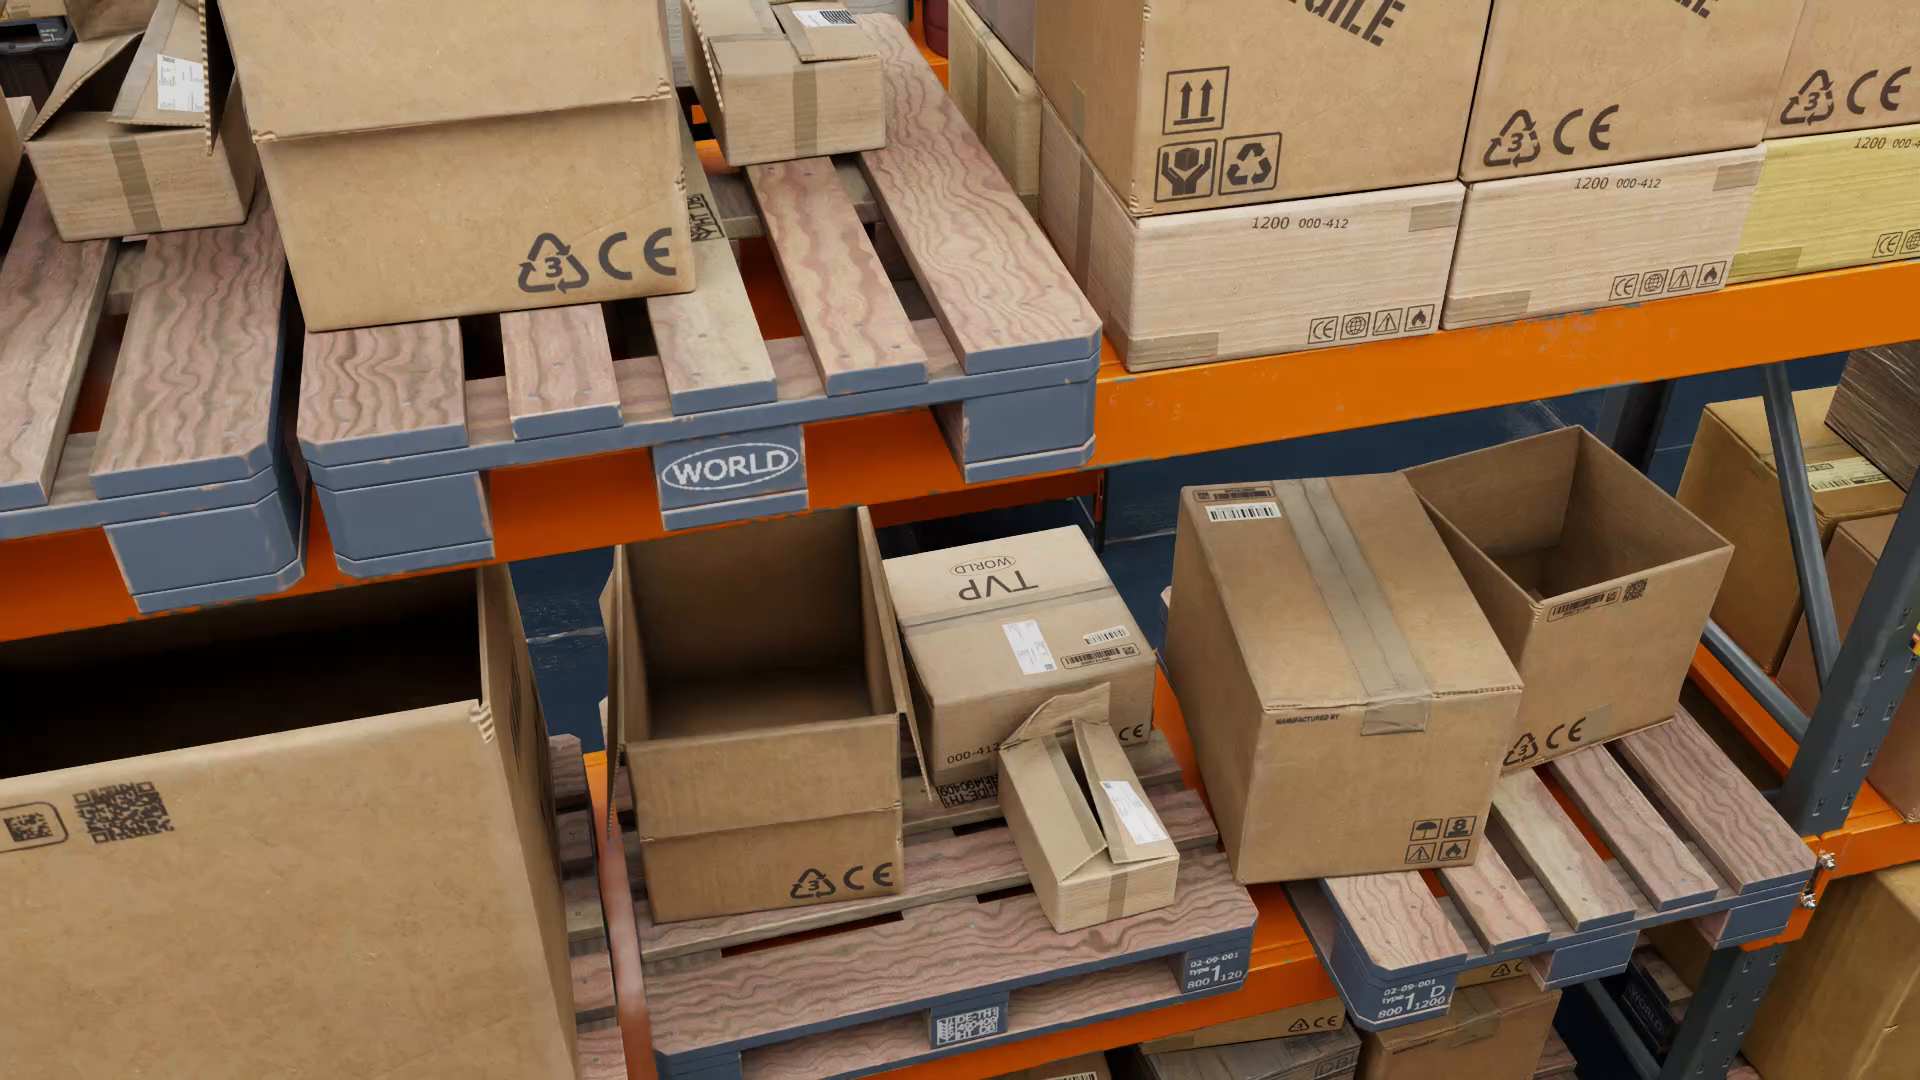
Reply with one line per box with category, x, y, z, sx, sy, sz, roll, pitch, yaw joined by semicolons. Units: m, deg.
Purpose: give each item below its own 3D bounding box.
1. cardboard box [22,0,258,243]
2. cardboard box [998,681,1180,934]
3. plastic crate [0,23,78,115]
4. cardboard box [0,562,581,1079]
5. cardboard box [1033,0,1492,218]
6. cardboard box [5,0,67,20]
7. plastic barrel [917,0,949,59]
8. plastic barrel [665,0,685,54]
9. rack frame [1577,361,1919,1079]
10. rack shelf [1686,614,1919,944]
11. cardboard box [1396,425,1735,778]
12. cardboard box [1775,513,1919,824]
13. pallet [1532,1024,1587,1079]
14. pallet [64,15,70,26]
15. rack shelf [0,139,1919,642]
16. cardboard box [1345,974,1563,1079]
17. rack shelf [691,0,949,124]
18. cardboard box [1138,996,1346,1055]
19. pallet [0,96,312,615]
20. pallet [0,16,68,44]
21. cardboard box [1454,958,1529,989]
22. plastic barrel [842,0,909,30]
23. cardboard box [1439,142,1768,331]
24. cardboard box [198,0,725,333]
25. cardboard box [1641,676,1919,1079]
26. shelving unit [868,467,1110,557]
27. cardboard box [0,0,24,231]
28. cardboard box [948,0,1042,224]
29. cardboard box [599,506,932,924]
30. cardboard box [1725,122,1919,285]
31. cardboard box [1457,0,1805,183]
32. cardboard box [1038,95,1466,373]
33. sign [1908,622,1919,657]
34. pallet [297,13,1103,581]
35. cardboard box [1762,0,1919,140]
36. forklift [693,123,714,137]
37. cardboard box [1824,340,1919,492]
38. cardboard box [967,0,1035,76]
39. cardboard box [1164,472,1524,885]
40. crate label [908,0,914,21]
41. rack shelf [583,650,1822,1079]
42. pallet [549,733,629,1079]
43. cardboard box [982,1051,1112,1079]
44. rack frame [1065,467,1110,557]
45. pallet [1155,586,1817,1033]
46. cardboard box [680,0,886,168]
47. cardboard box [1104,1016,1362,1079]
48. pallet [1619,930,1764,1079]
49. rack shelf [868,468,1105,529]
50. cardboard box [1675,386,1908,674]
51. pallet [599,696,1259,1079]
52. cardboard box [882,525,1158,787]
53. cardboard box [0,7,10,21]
cardboard box;-1.191;-0.655;2.434;0.258;0.266;0.396;-8;38;-10
cardboard box;0.249;0.533;3.349;0.258;0.266;0.396;-10;39;-13
plastic crate;-3.903;-2.015;6.966;0.504;0.338;0.767;-9;38;-12
cardboard box;-1.269;0.409;2.908;1.000;1.000;1.000;-9;38;-12
cardboard box;0.419;-0.826;2.399;0.500;0.500;0.500;-9;38;-11
cardboard box;-6.007;-3.666;10.991;0.500;0.250;0.500;-9;38;-12
plastic barrel;0.129;-2.484;7.417;0.708;0.536;0.600;-9;38;-12
plastic barrel;-1.257;-2.309;7.188;0.433;0.535;0.433;0;37;0
rack frame;1.789;0.224;3.989;0.127;3.000;1.000;-9;38;-12
rack shelf;3.720;0.193;4.621;4.000;0.370;1.077;-9;38;-12
cardboard box;1.278;0.126;3.688;0.500;0.500;0.500;-14;40;-18
cardboard box;2.329;0.267;3.850;0.500;0.500;0.500;-8;38;-11
pallet;1.034;1.454;4.675;1.213;0.211;1.003;-9;38;-12
pallet;-5.431;-3.745;11.472;1.213;0.211;1.003;-9;38;-12
rack shelf;-0.142;-0.365;2.882;4.000;0.370;1.077;-9;38;-12
cardboard box;1.147;1.160;4.460;0.500;0.500;0.700;-11;39;-14
rack shelf;-1.433;-2.079;7.591;4.000;0.370;1.077;-9;38;-12
cardboard box;0.640;0.958;4.107;0.500;0.250;0.500;-5;38;-7
pallet;-1.449;-0.295;2.352;1.003;0.211;1.213;-9;38;-12
pallet;-6.611;-3.549;11.216;1.213;0.211;1.003;-9;38;-12
cardboard box;1.150;0.868;4.225;0.500;0.250;0.500;-8;38;-10
plastic barrel;-0.440;-2.438;7.376;0.421;0.512;0.421;0;37;0
cardboard box;0.918;-0.602;2.723;0.500;0.250;0.500;-9;38;-12
cardboard box;-0.684;-0.708;2.307;0.637;0.503;0.797;-8;38;-10
cardboard box;2.460;0.804;4.633;0.875;0.875;1.225;-11;39;-14
shelving unit;0.007;-0.448;6.410;1.048;1.125;0.538;-9;38;-12
cardboard box;-1.593;-0.558;2.111;0.637;0.503;0.797;-11;39;-14
cardboard box;0.279;-0.815;3.001;0.500;0.250;0.500;-9;38;-11
cardboard box;-0.423;0.321;3.431;0.637;0.503;0.797;-6;38;-7
cardboard box;1.394;-0.689;2.836;0.500;0.250;0.500;-9;38;-12
cardboard box;0.901;-0.896;2.490;0.500;0.500;0.500;-9;38;-12
cardboard box;0.433;-0.524;2.621;0.500;0.250;0.500;-8;38;-11
sign;1.939;0.112;3.247;0.005;0.325;0.100;-9;38;-12
pallet;-0.449;-0.461;2.569;1.003;0.211;1.213;-9;38;-12
cardboard box;1.393;-0.984;2.604;0.500;0.500;0.500;-8;38;-11
forklift;-1.066;-3.876;9.404;3.031;2.935;1.130;-9;38;-11
cardboard box;2.499;-0.321;3.792;0.637;0.503;0.797;-8;38;-10
cardboard box;0.294;-1.120;2.783;0.500;0.500;0.500;-10;39;-13
cardboard box;0.765;0.273;3.496;0.500;0.500;0.700;-4;38;-5
crate label;-0.532;-2.697;7.777;0.616;0.435;0.502;-9;38;-12
rack shelf;-0.142;0.826;3.793;4.000;0.370;1.077;-9;38;-12
pallet;-1.297;0.898;3.265;1.213;0.211;1.003;-9;38;-12
cardboard box;0.070;1.349;4.213;0.500;0.500;0.700;-6;38;-8
rack frame;0.497;-0.528;6.515;0.032;1.125;0.500;-9;38;-12
pallet;1.129;0.475;3.818;1.003;0.211;1.213;-9;38;-12
cardboard box;-0.289;-0.764;2.657;0.250;0.166;0.380;-10;39;-13
cardboard box;0.615;1.255;4.336;0.500;0.500;0.700;-12;39;-16
pallet;2.570;1.251;4.941;1.213;0.211;1.003;-9;38;-12
rack shelf;0.007;-0.254;6.558;1.000;0.278;0.538;-9;38;-12
cardboard box;2.201;-0.039;4.250;0.500;0.500;0.500;-8;38;-11
pallet;-0.112;0.638;3.606;1.213;0.211;1.003;-9;38;-12
cardboard box;0.111;0.247;3.736;0.500;0.250;0.500;-10;39;-13
cardboard box;-6.489;-3.586;10.886;0.500;0.250;0.500;-9;38;-12
